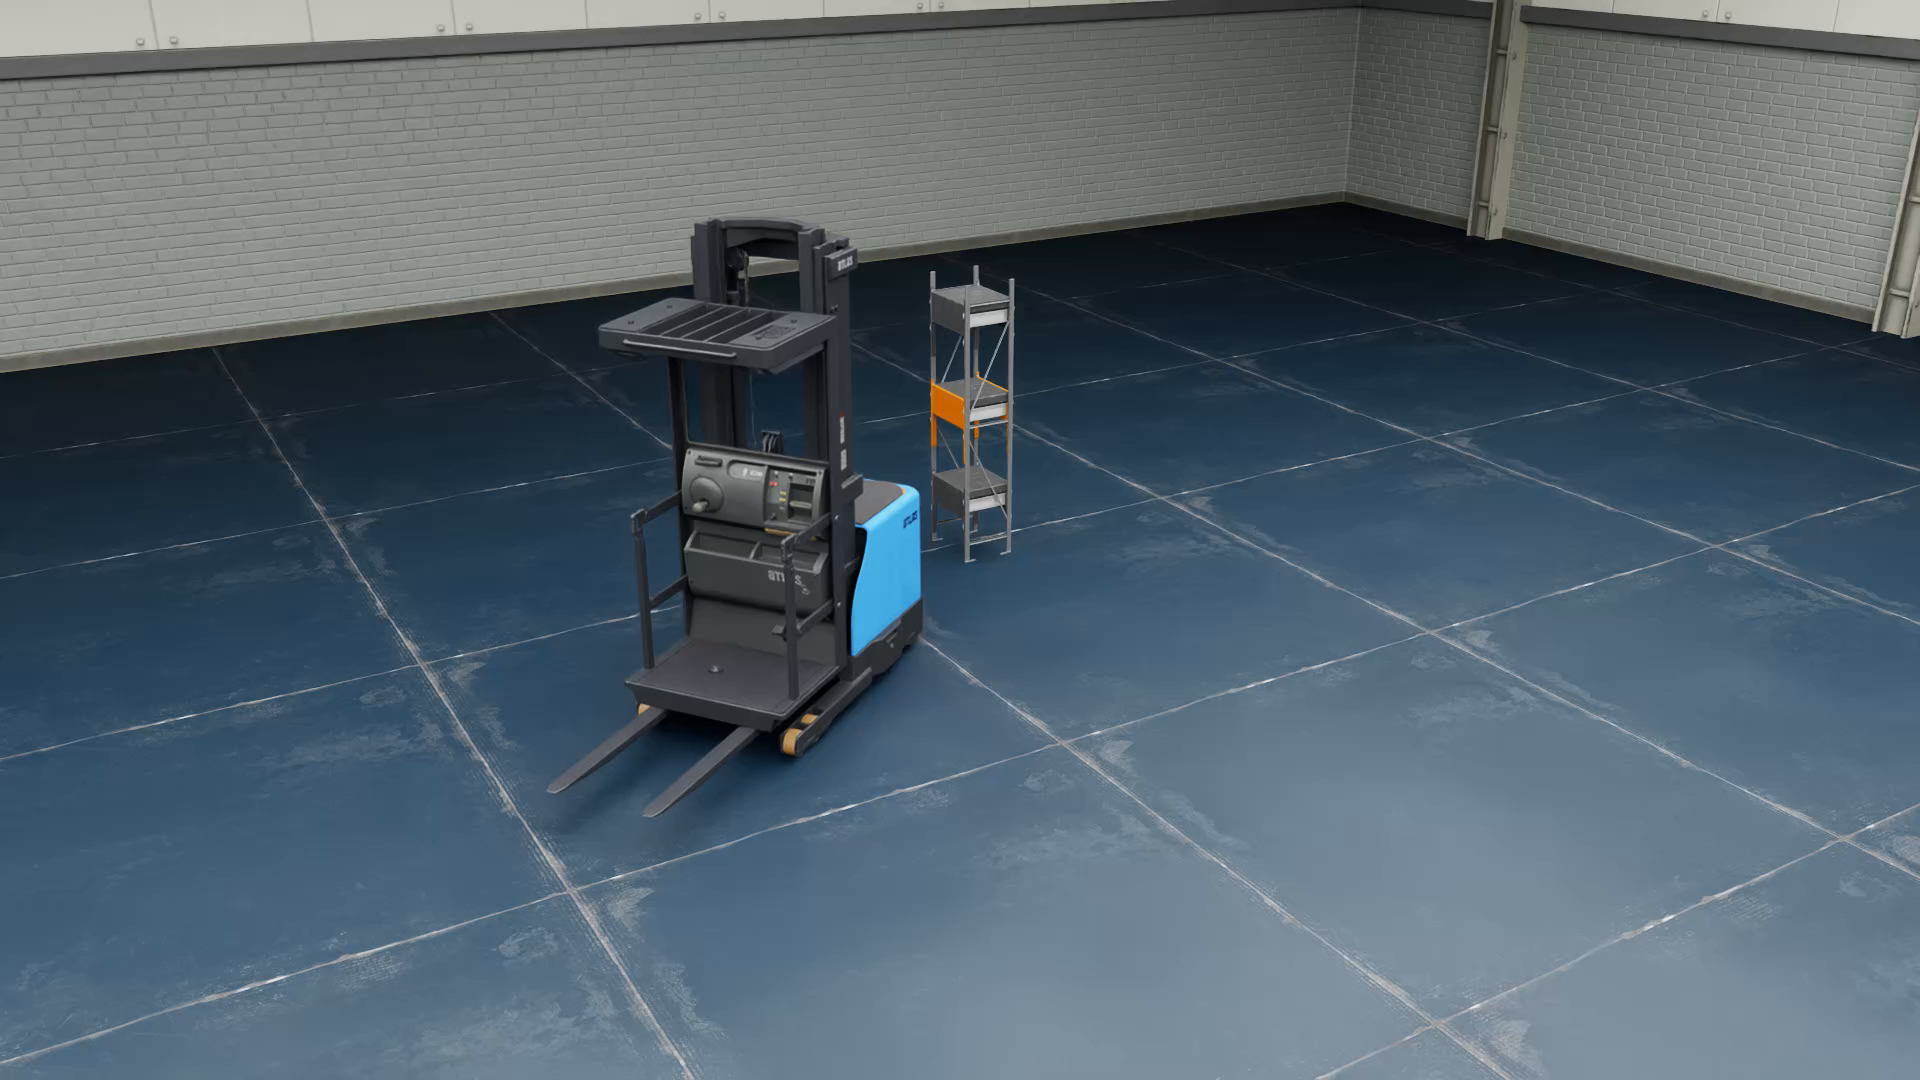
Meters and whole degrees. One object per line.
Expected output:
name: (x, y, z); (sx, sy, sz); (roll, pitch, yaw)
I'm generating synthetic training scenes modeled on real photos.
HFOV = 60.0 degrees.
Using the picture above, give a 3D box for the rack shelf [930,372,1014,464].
rack shelf: (0.085, -0.906, 12.289); (0.431, 0.518, 0.480); (-13, 25, -28)

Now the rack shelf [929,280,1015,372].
rack shelf: (0.085, -1.555, 12.026); (0.431, 0.518, 0.480); (-13, 25, -28)

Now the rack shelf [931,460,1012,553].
rack shelf: (0.085, -0.258, 12.553); (0.431, 0.518, 0.480); (-13, 25, -28)

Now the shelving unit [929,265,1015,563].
shelving unit: (0.085, -0.919, 12.284); (0.431, 2.100, 0.503); (-13, 25, -28)

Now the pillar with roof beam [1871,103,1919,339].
pillar with roof beam: (6.701, -5.644, 14.746); (9.100, 9.000, 0.400); (-13, 25, -28)

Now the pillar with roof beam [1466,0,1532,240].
pillar with roof beam: (3.637, -7.586, 19.524); (9.100, 9.000, 0.400); (-13, 25, -28)

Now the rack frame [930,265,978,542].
rack frame: (-0.040, -0.998, 12.479); (0.400, 2.100, 0.015); (-13, 25, -28)

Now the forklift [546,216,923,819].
forklift: (-1.304, -0.276, 9.598); (1.130, 2.935, 3.031); (9, 24, 22)

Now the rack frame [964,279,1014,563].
rack frame: (0.209, -0.840, 12.090); (0.400, 2.100, 0.015); (-13, 25, -28)
